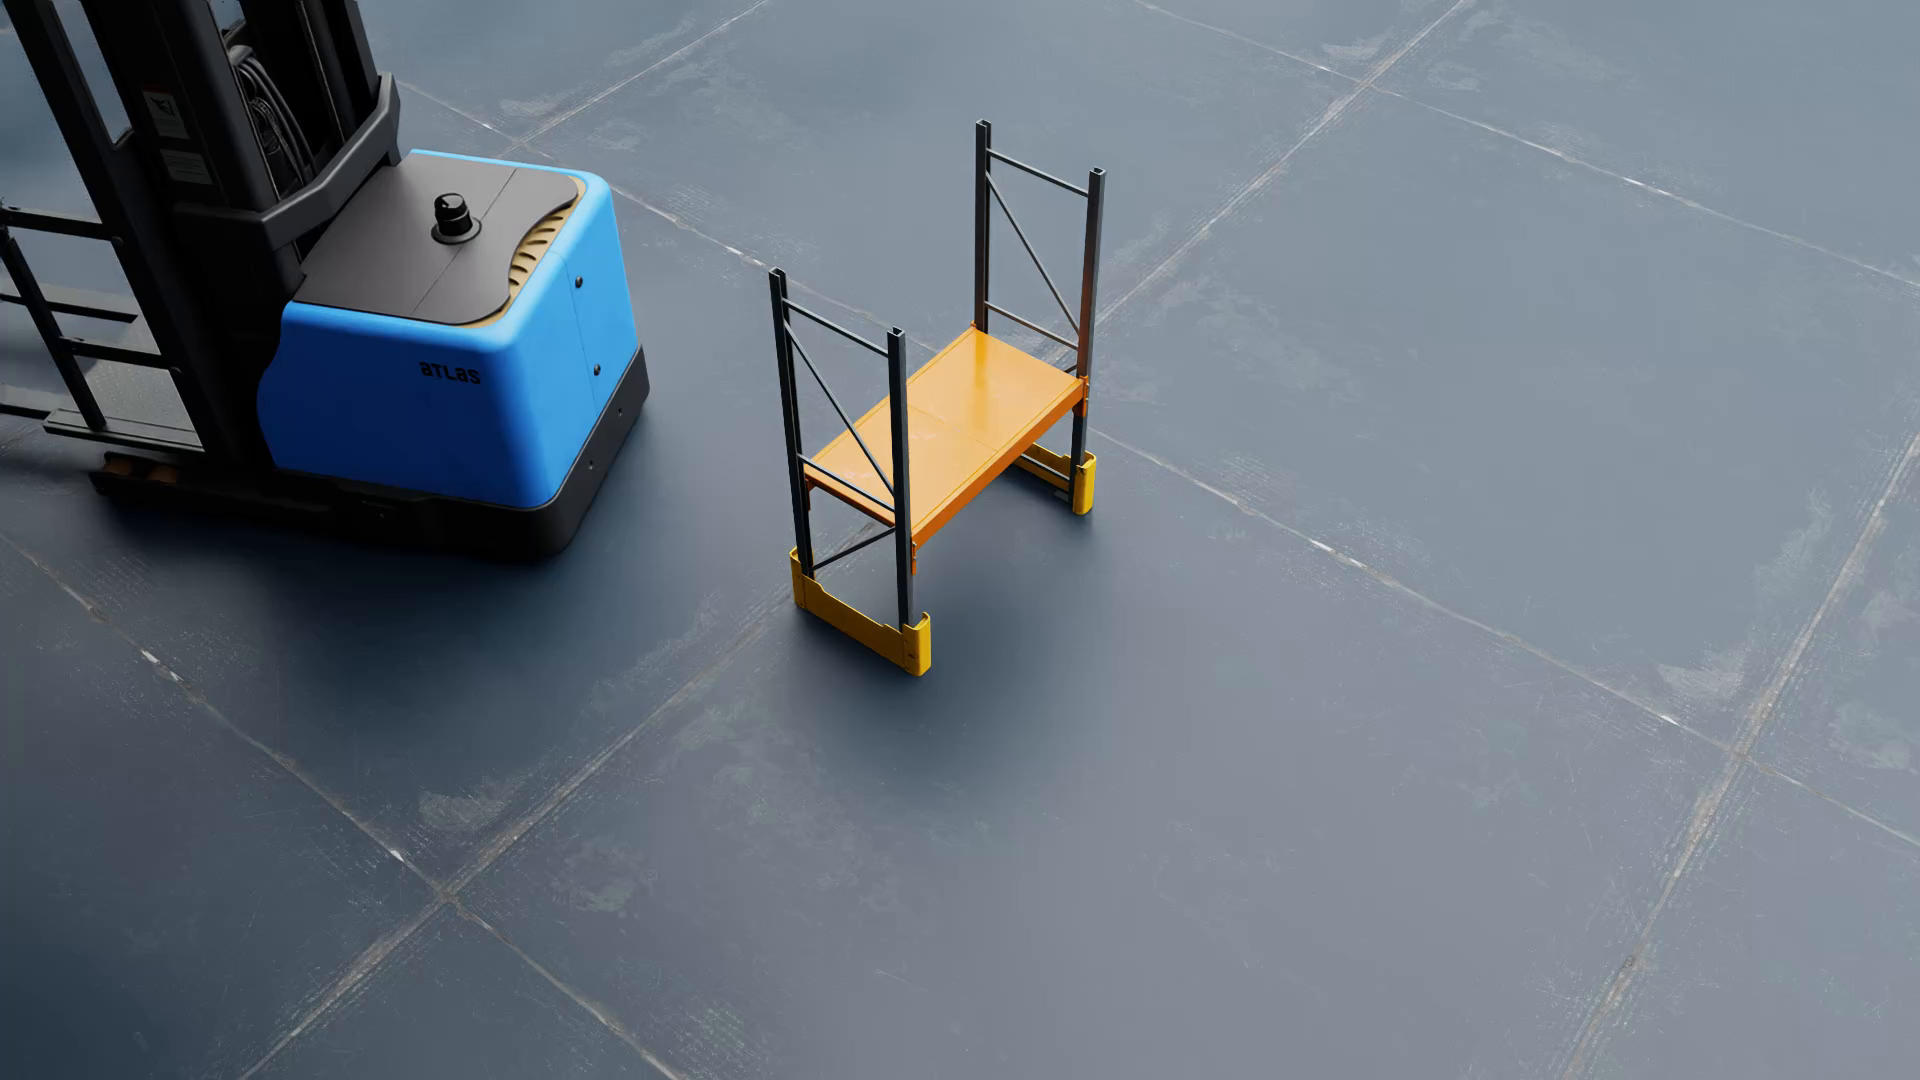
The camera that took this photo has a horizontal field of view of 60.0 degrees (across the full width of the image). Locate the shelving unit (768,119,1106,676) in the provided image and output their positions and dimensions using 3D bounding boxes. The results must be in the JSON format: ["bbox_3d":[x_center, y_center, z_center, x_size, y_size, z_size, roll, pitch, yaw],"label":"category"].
[{"bbox_3d":[-0.047,-0.474,5.666,0.587,1.500,1.083,29,53,25],"label":"shelving unit"}]

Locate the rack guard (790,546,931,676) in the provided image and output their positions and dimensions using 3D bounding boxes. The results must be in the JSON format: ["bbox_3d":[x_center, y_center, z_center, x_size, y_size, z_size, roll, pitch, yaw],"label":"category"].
[{"bbox_3d":[-0.351,0.242,5.846,0.587,0.250,0.087,29,53,25],"label":"rack guard"}]

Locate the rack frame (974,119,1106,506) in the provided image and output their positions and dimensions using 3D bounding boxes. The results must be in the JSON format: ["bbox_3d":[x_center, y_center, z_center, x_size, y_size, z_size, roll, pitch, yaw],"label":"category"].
[{"bbox_3d":[0.259,-0.760,5.939,0.500,1.500,0.032,29,53,25],"label":"rack frame"}]

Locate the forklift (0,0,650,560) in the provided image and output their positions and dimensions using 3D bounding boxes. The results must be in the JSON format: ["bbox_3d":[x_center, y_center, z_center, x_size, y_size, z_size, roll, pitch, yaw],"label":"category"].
[{"bbox_3d":[-2.827,-1.497,5.653,3.031,2.935,1.130,9,47,9],"label":"forklift"}]

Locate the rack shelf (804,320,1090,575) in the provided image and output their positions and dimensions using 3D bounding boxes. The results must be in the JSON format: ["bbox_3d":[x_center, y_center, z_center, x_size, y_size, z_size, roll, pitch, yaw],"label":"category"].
[{"bbox_3d":[-0.052,-0.345,5.791,0.538,0.185,1.000,29,53,25],"label":"rack shelf"}]

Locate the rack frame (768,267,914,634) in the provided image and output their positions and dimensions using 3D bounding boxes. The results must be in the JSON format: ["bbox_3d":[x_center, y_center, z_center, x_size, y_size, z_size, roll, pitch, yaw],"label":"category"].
[{"bbox_3d":[-0.363,-0.178,5.383,0.500,1.500,0.032,29,53,25],"label":"rack frame"}]

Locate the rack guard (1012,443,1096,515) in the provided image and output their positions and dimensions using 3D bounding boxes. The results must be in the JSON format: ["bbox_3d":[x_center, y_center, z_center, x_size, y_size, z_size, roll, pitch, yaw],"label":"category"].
[{"bbox_3d":[0.258,-0.328,6.390,0.587,0.250,0.087,29,53,25],"label":"rack guard"}]
